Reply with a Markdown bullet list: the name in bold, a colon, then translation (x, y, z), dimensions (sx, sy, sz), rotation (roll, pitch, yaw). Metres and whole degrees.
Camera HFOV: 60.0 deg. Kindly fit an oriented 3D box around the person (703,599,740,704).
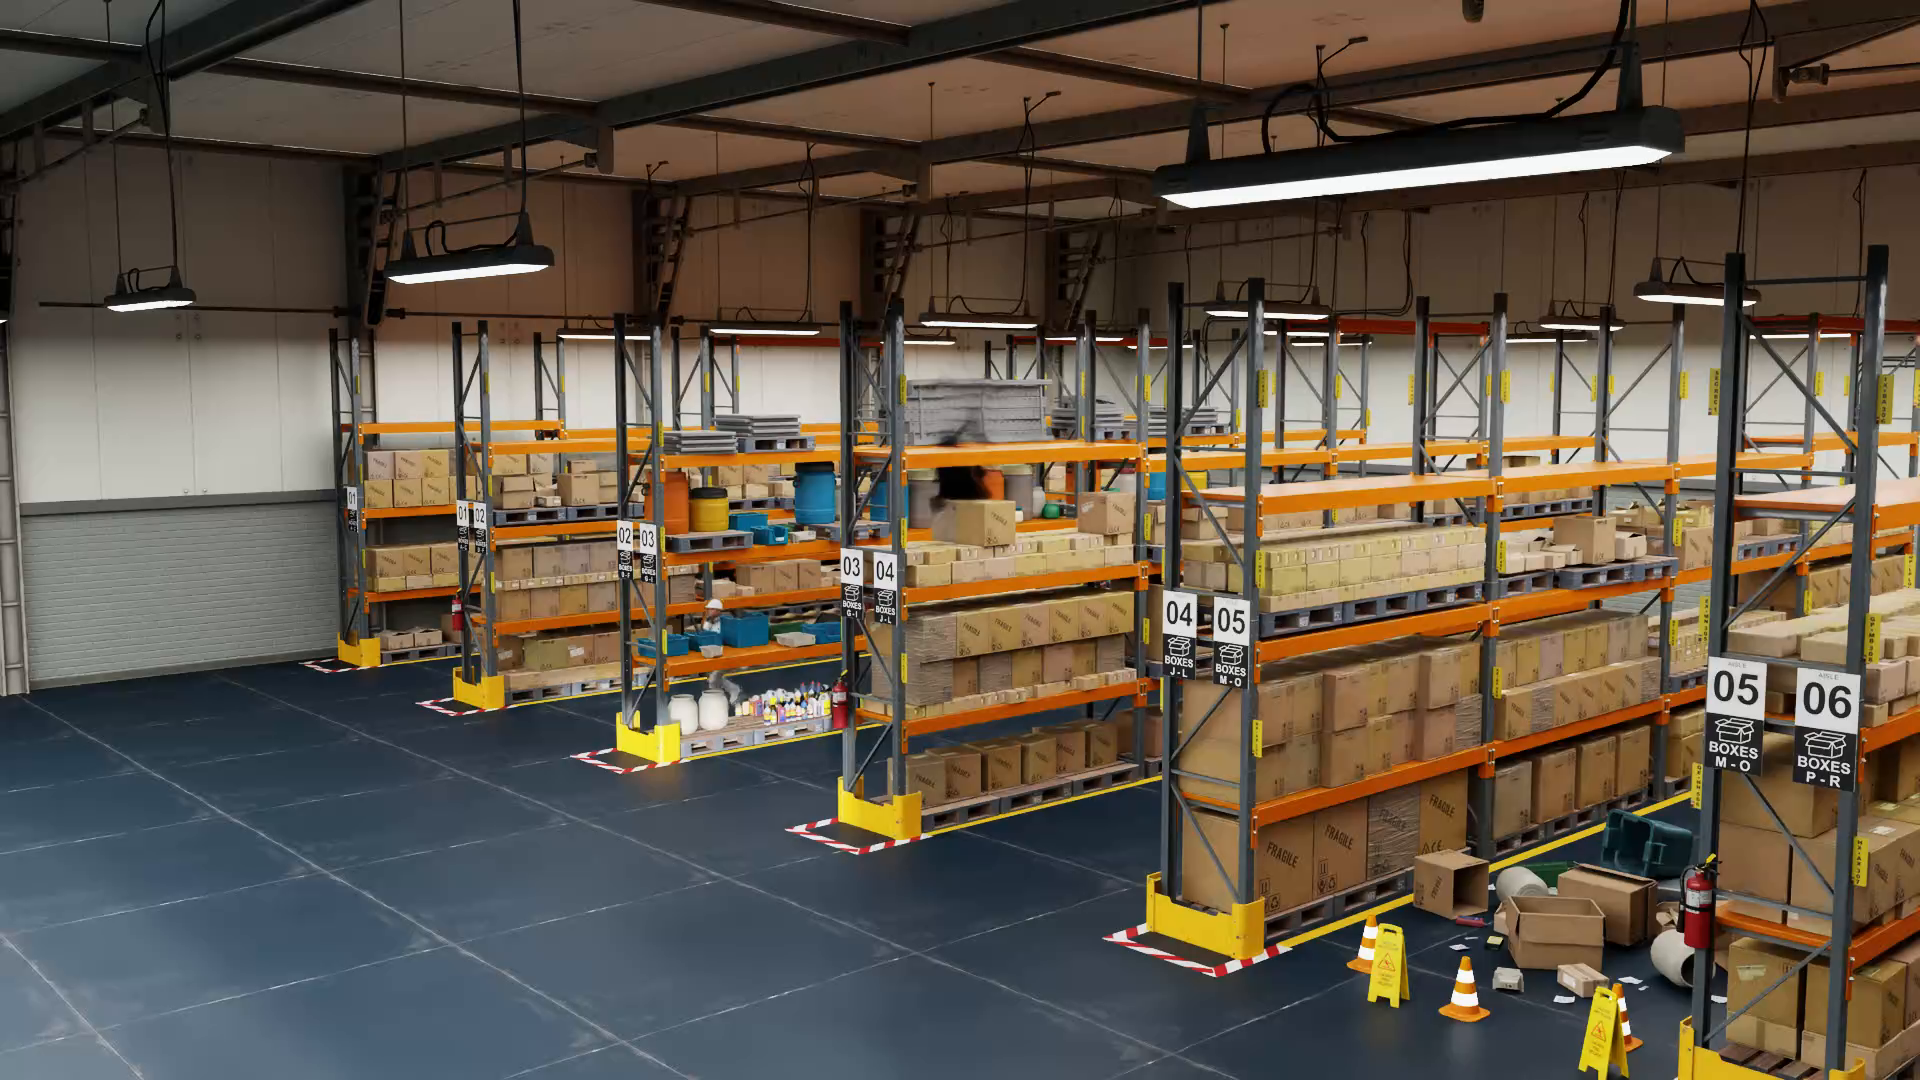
- **person**: translation (-3.663, 1.773, 25.443), dimensions (0.646, 1.764, 0.927), rotation (5, 7, 39)
